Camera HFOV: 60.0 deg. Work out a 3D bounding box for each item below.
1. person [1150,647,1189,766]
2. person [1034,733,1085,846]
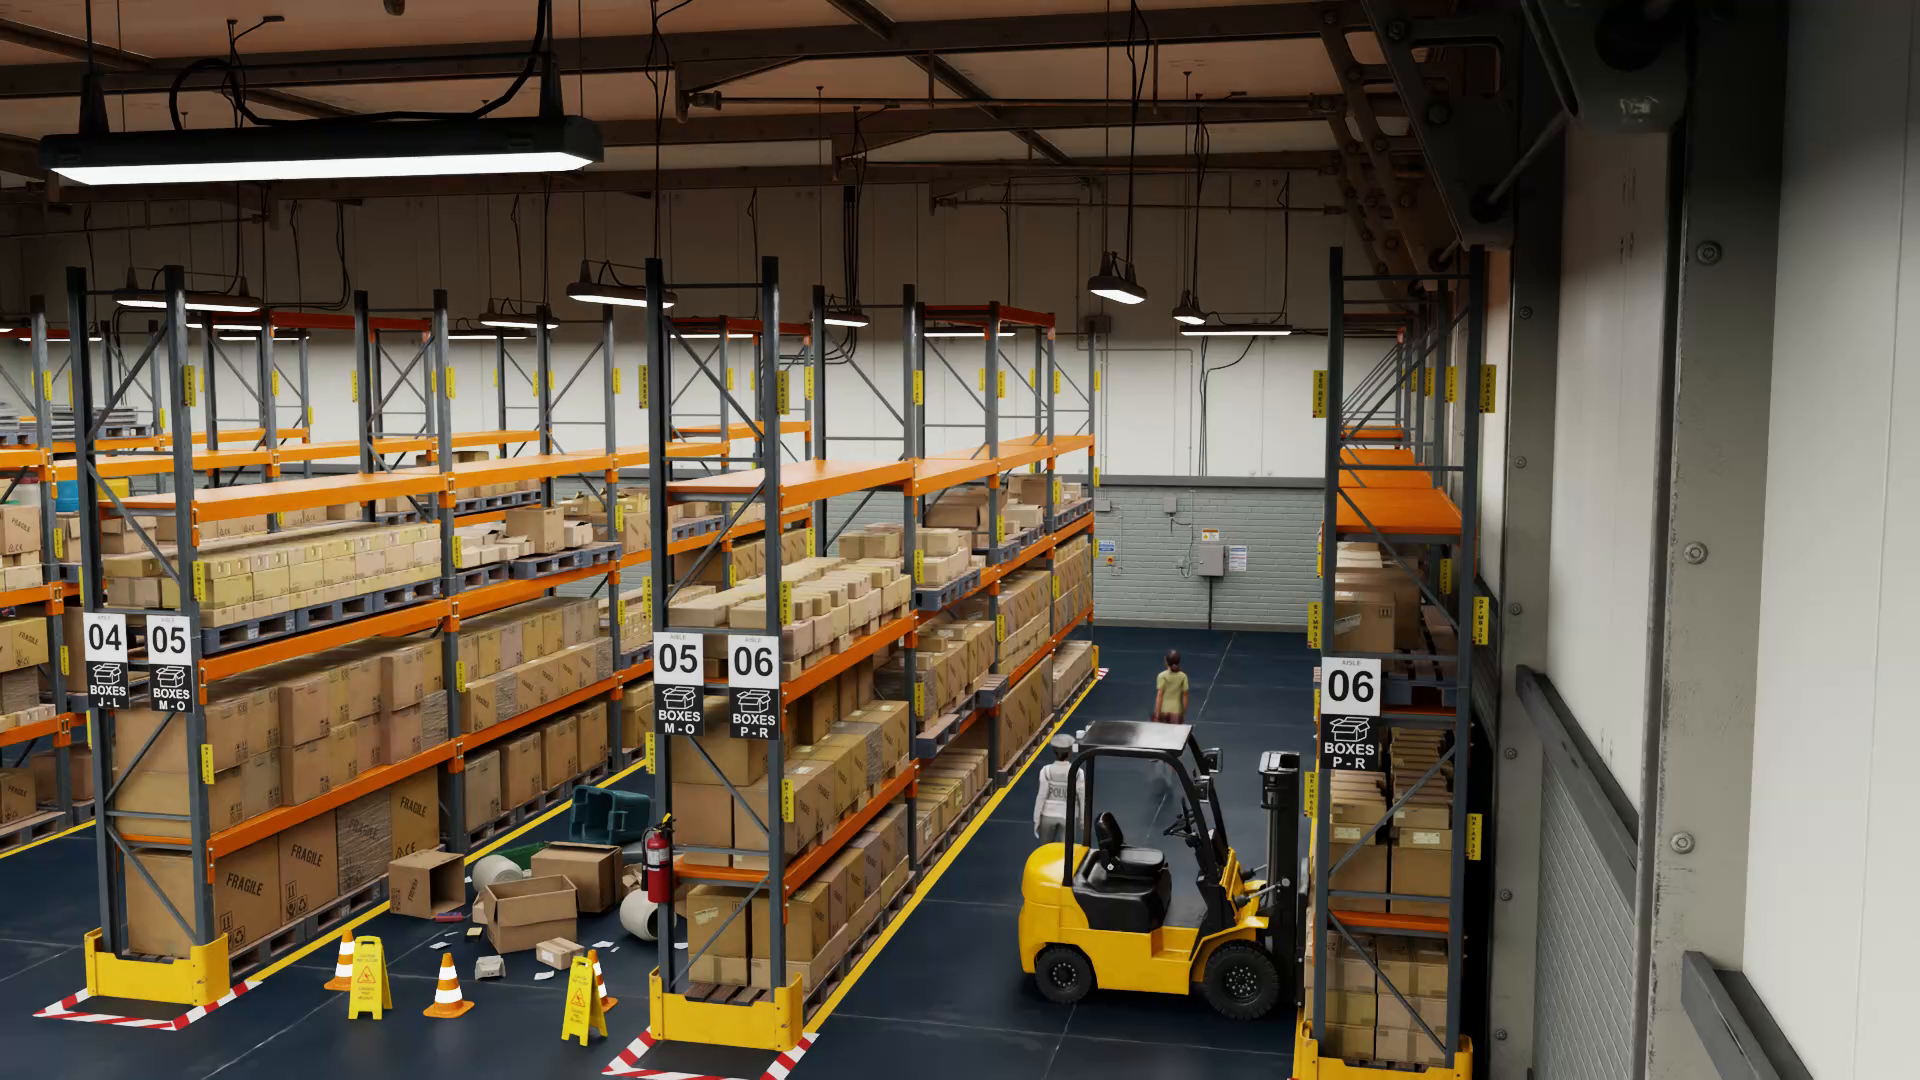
[{"bbox_3d":[2.635,2.077,20.839,0.462,1.492,0.733,0,6,3],"label":"person"},{"bbox_3d":[0.971,2.700,16.179,0.567,1.647,0.827,1,6,10],"label":"person"}]
